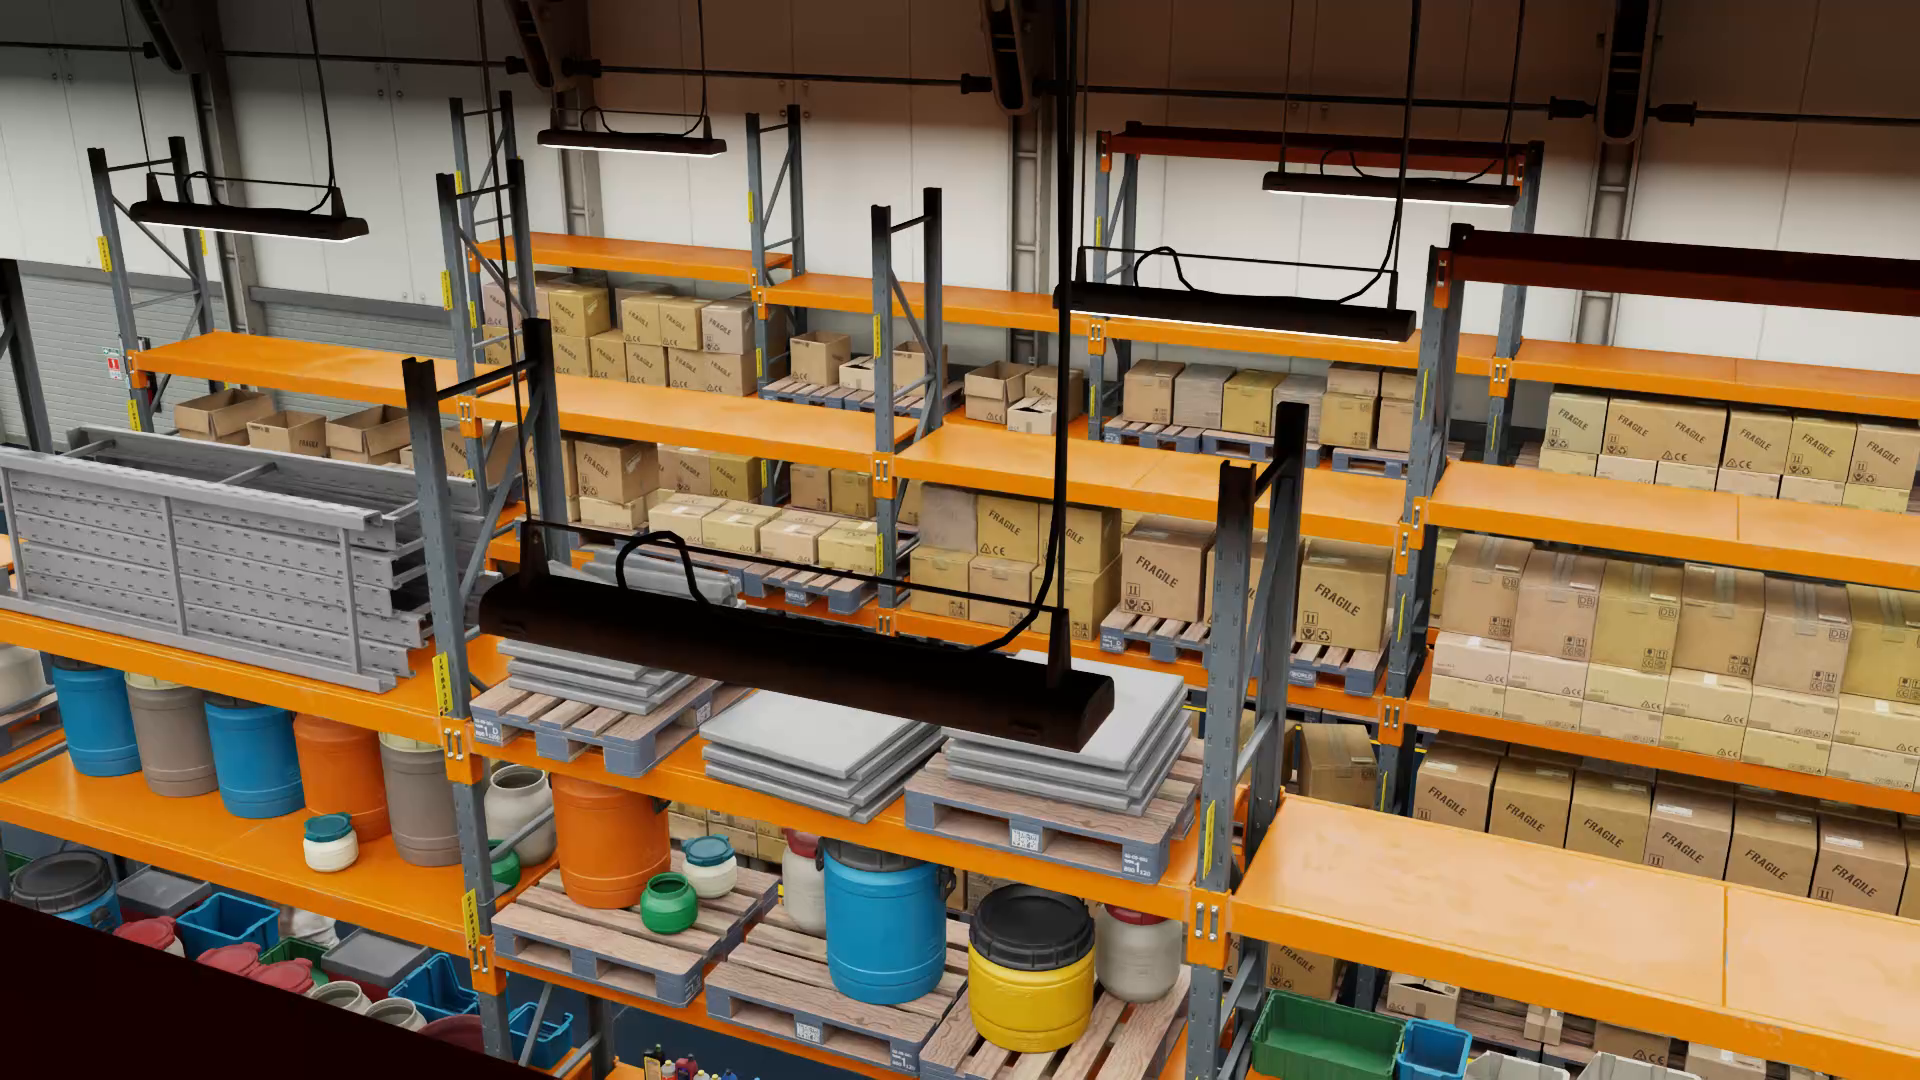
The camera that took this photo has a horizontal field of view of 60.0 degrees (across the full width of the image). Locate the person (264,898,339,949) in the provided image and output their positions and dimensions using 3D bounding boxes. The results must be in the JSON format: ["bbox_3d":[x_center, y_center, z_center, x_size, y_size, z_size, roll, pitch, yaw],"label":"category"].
[{"bbox_3d":[-4.927,2.857,12.502,0.560,1.743,0.917,-10,23,-26],"label":"person"}]
